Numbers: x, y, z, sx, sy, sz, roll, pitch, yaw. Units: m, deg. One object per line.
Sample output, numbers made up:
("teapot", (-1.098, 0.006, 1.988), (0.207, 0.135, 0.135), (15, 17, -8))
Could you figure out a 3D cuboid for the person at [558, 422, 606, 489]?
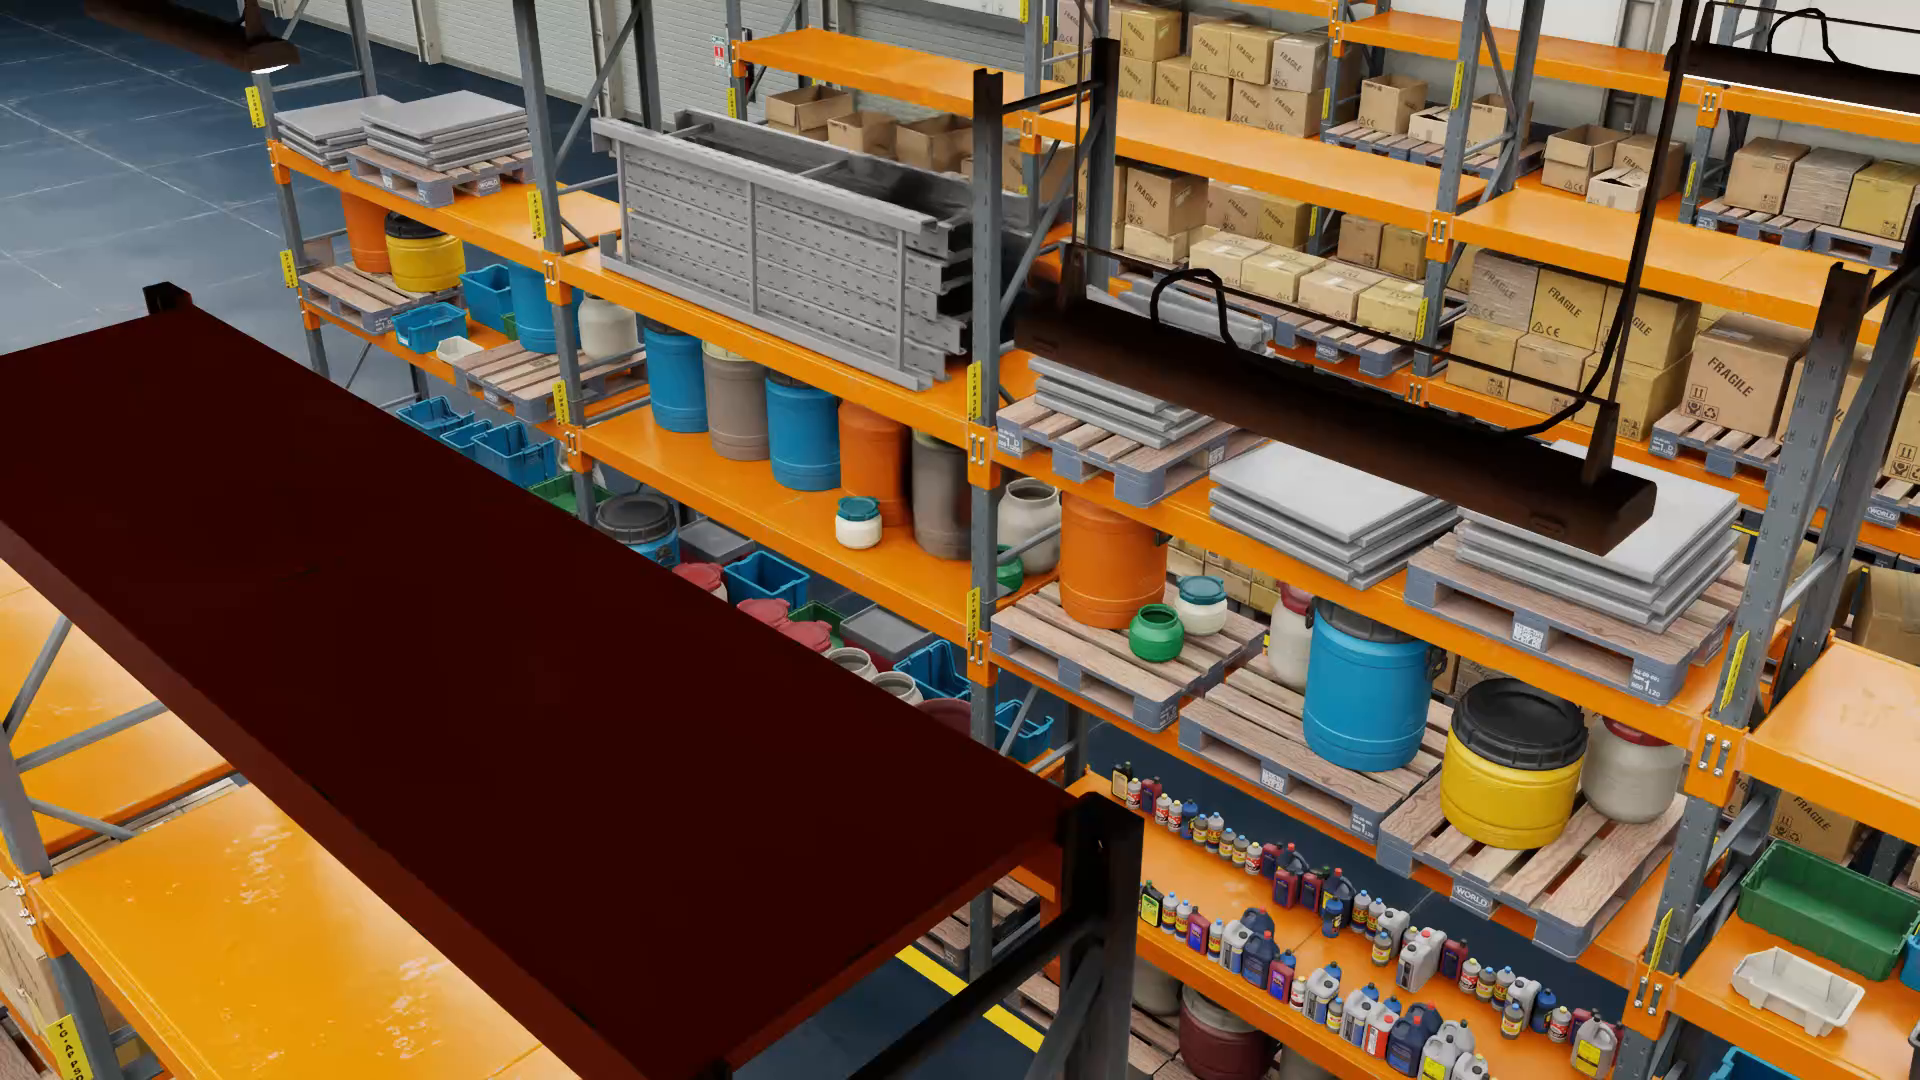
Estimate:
("person", (-3.732, -1.030, 16.371), (0.564, 1.662, 0.684), (24, 37, 36))
